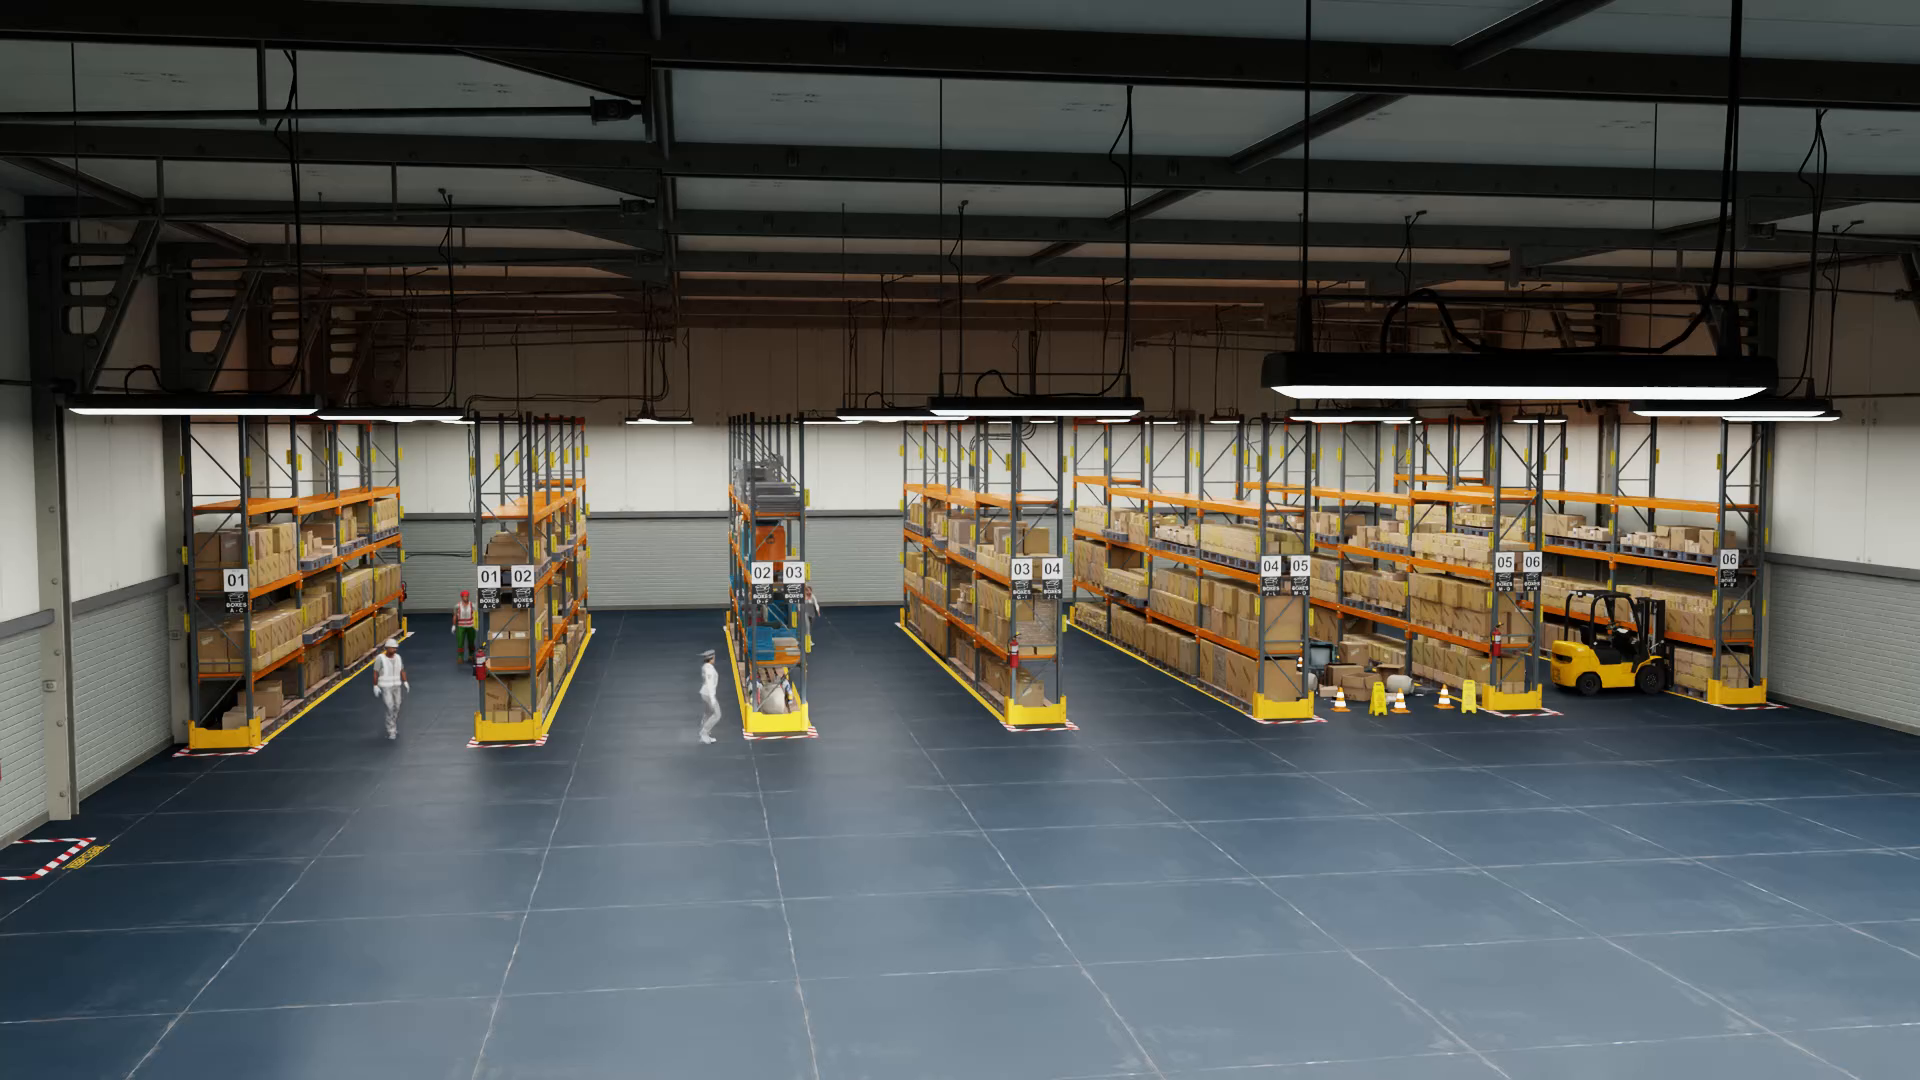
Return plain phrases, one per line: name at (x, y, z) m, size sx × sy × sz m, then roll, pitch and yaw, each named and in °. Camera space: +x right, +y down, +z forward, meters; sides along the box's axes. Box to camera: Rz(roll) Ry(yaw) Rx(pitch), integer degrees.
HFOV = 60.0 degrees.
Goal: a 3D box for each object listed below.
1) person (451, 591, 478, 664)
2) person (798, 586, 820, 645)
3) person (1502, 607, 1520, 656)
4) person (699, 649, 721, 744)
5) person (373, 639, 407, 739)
person at (-11.998, 2.092, 40.304) m, size 0.690 × 1.725 × 1.061 m, roll 0°, pitch 4°, yaw -6°
person at (-4.001, 1.967, 43.815) m, size 0.489 × 1.525 × 1.002 m, roll -1°, pitch 4°, yaw -21°
person at (12.645, 2.275, 37.921) m, size 0.441 × 1.585 × 0.538 m, roll -1°, pitch 4°, yaw -16°
person at (-4.526, 2.825, 30.068) m, size 0.395 × 1.691 × 0.503 m, roll -1°, pitch 4°, yaw -10°
person at (-10.501, 2.761, 30.807) m, size 0.591 × 1.834 × 0.580 m, roll 3°, pitch 5°, yaw 38°
